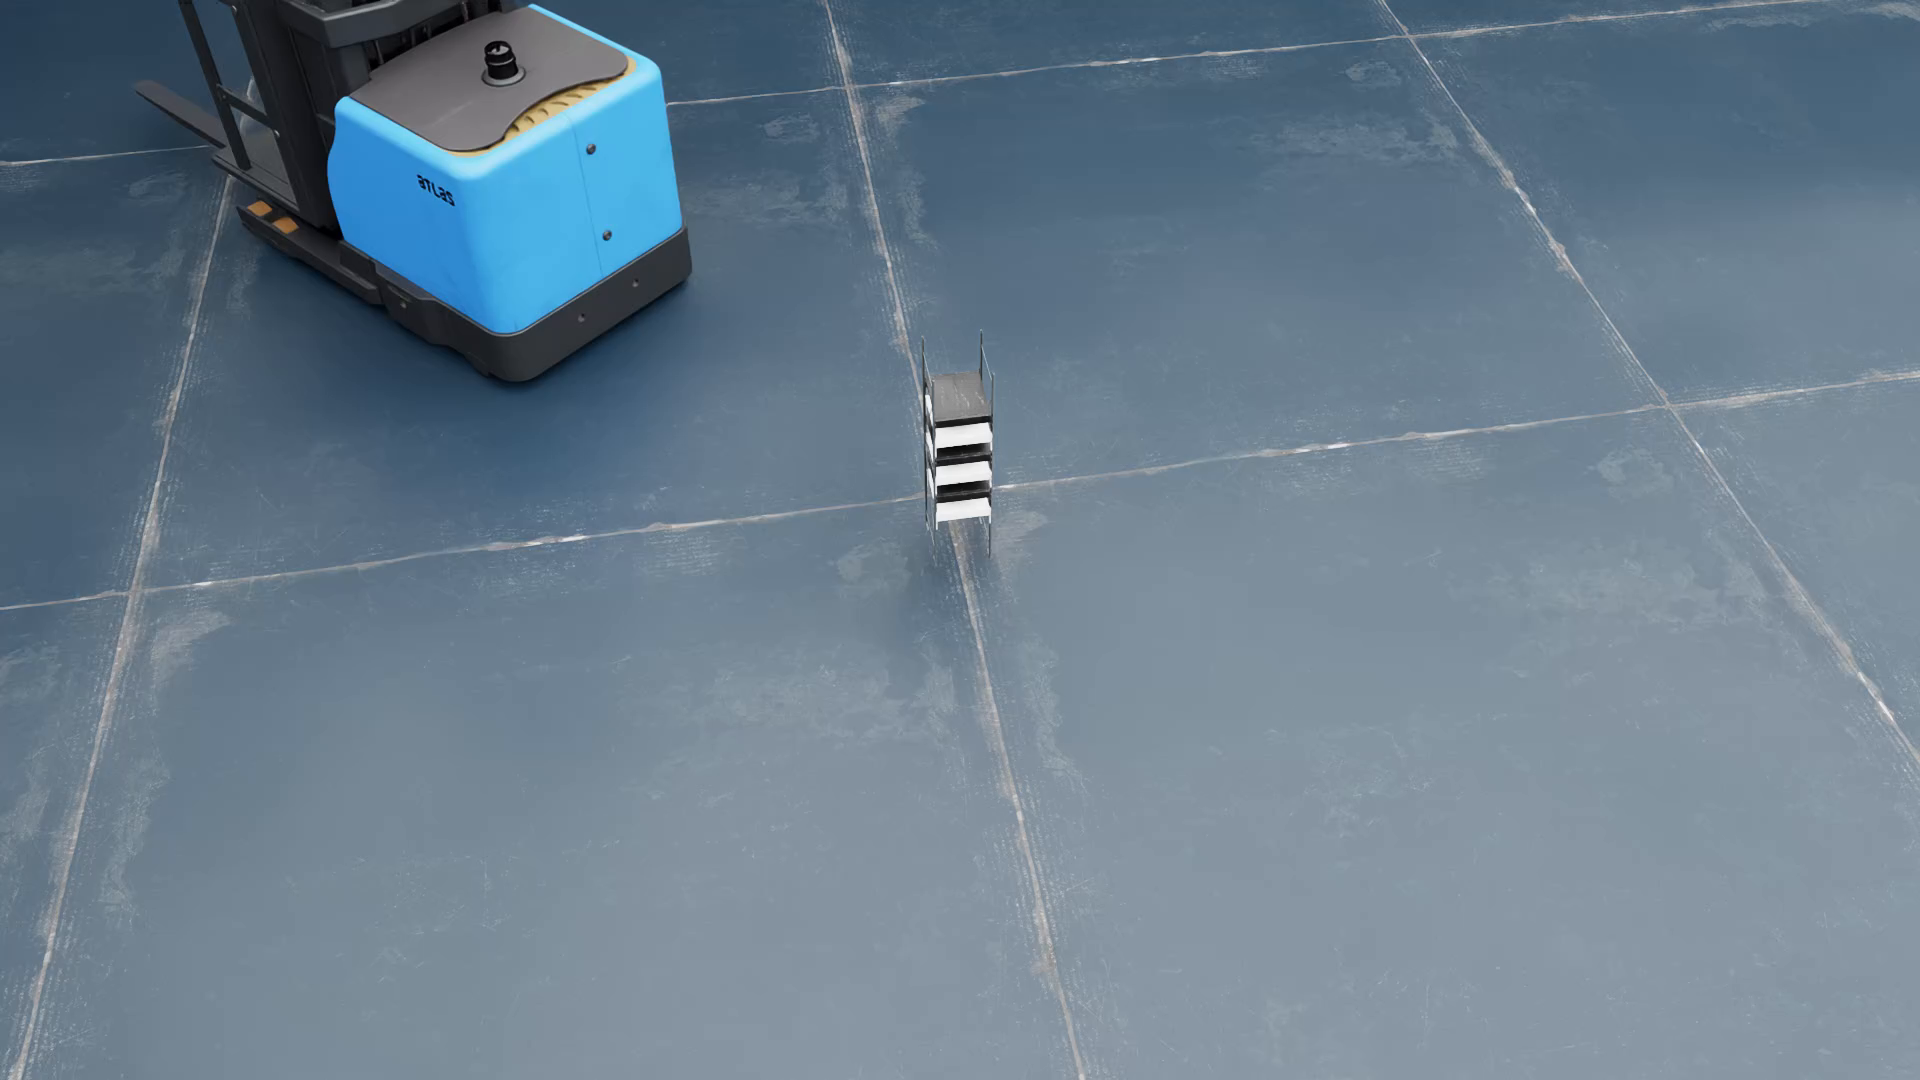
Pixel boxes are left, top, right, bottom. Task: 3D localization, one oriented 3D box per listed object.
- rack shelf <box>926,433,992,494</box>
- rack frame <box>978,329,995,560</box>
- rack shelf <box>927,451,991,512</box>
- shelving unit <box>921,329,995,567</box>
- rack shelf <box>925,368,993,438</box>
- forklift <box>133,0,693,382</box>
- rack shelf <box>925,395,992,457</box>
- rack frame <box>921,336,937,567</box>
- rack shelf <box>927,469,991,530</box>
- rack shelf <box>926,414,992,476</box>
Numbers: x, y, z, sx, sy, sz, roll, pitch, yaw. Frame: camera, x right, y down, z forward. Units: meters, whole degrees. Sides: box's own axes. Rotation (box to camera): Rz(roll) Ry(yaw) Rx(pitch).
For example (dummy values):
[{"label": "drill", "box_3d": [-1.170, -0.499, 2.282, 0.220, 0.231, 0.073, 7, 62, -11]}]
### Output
[{"label": "rack shelf", "box_3d": [-0.008, -0.288, 5.949, 0.200, 0.077, 0.258, -7, 46, -7]}, {"label": "rack frame", "box_3d": [0.092, -0.324, 5.937, 0.006, 0.900, 0.240, -7, 46, -7]}, {"label": "rack shelf", "box_3d": [-0.008, -0.226, 6.014, 0.200, 0.077, 0.258, -7, 46, -7]}, {"label": "shelving unit", "box_3d": [-0.008, -0.311, 5.925, 0.210, 0.900, 0.258, -7, 46, -7]}, {"label": "rack shelf", "box_3d": [-0.008, -0.475, 5.755, 0.200, 0.077, 0.258, -7, 46, -7]}, {"label": "forklift", "box_3d": [-2.633, -2.563, 6.684, 3.031, 2.935, 1.130, 31, 53, 26]}, {"label": "rack shelf", "box_3d": [-0.008, -0.413, 5.819, 0.200, 0.077, 0.258, -7, 46, -7]}, {"label": "rack frame", "box_3d": [-0.108, -0.299, 5.913, 0.006, 0.900, 0.240, -7, 46, -7]}, {"label": "rack shelf", "box_3d": [-0.008, -0.163, 6.079, 0.200, 0.077, 0.258, -7, 46, -7]}, {"label": "rack shelf", "box_3d": [-0.008, -0.351, 5.884, 0.200, 0.077, 0.258, -7, 46, -7]}]
